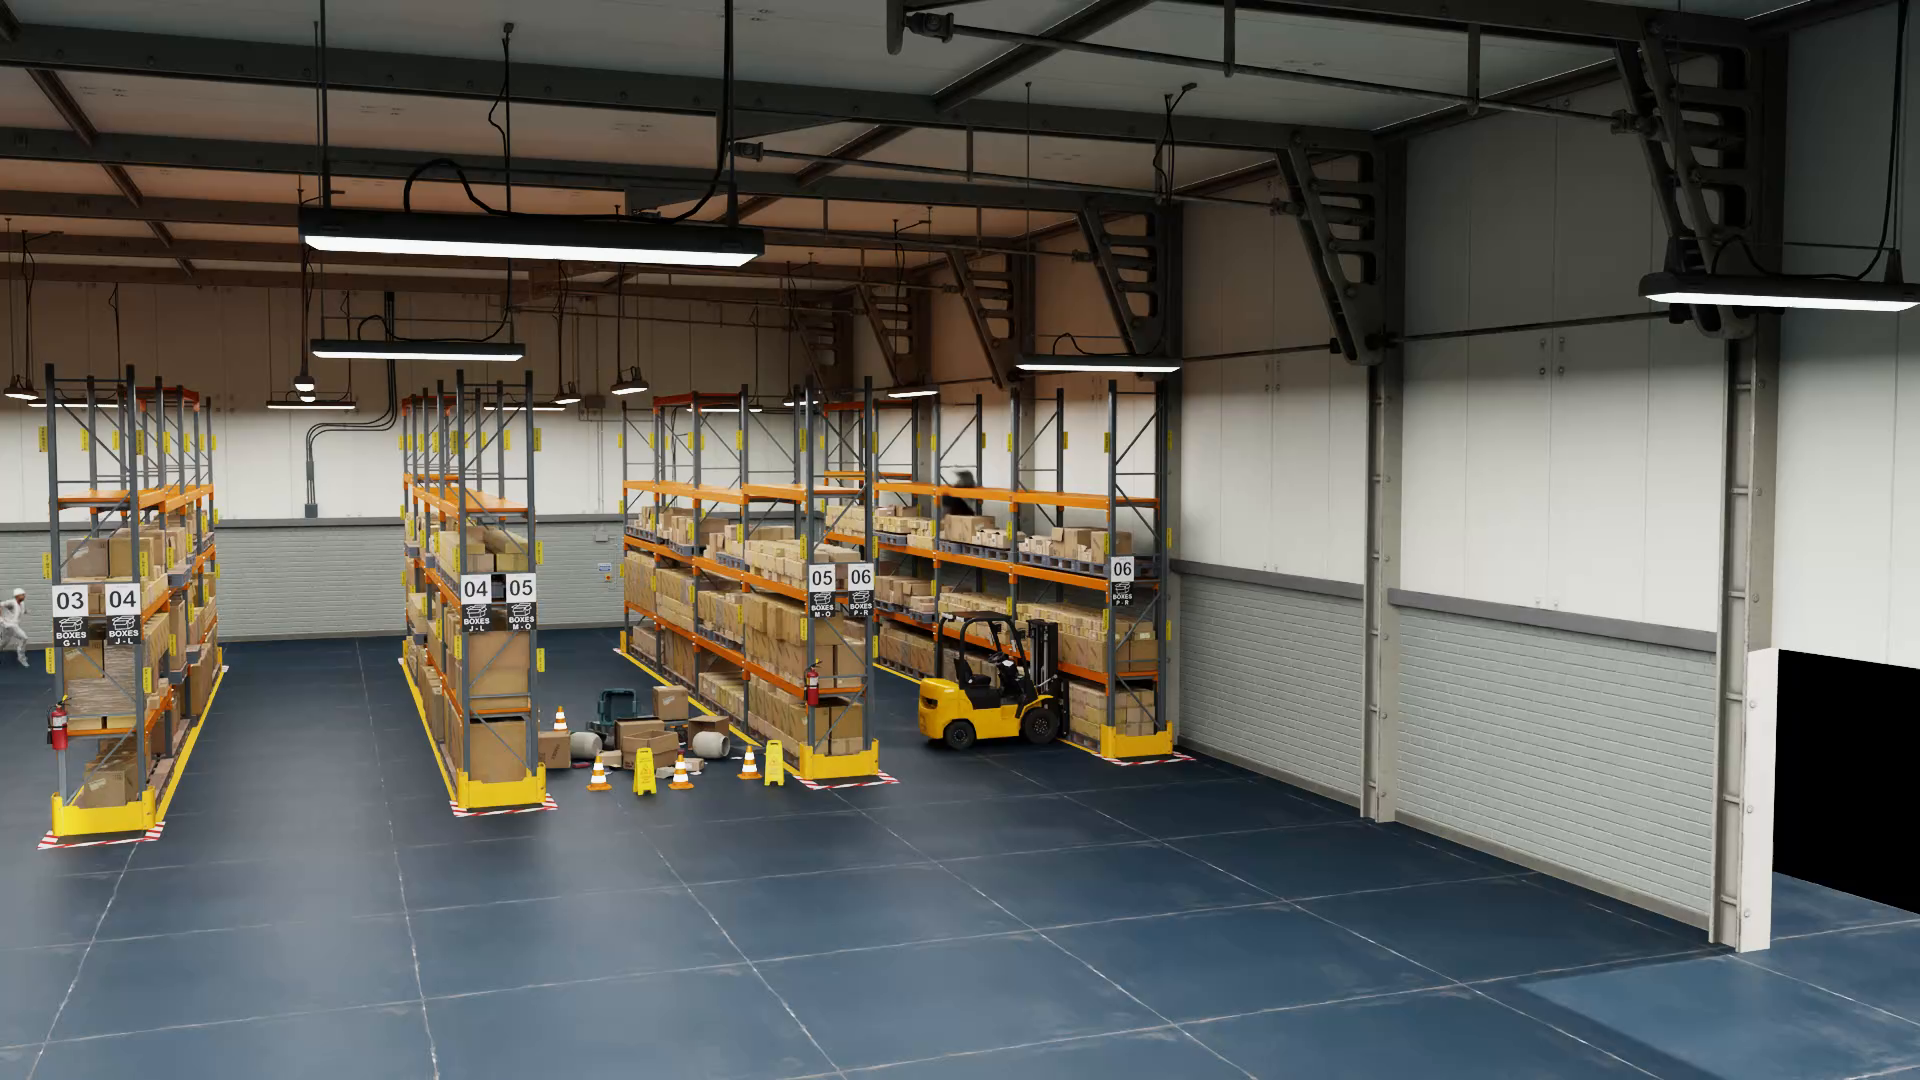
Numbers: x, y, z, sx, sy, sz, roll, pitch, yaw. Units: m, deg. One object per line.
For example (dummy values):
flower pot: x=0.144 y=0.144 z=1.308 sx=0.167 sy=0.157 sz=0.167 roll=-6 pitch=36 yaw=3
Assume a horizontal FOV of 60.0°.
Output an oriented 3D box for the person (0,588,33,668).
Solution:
person: x=-21.186 y=1.972 z=37.047 sx=0.977 sy=1.786 sz=0.674 roll=-1 pitch=3 yaw=-16
